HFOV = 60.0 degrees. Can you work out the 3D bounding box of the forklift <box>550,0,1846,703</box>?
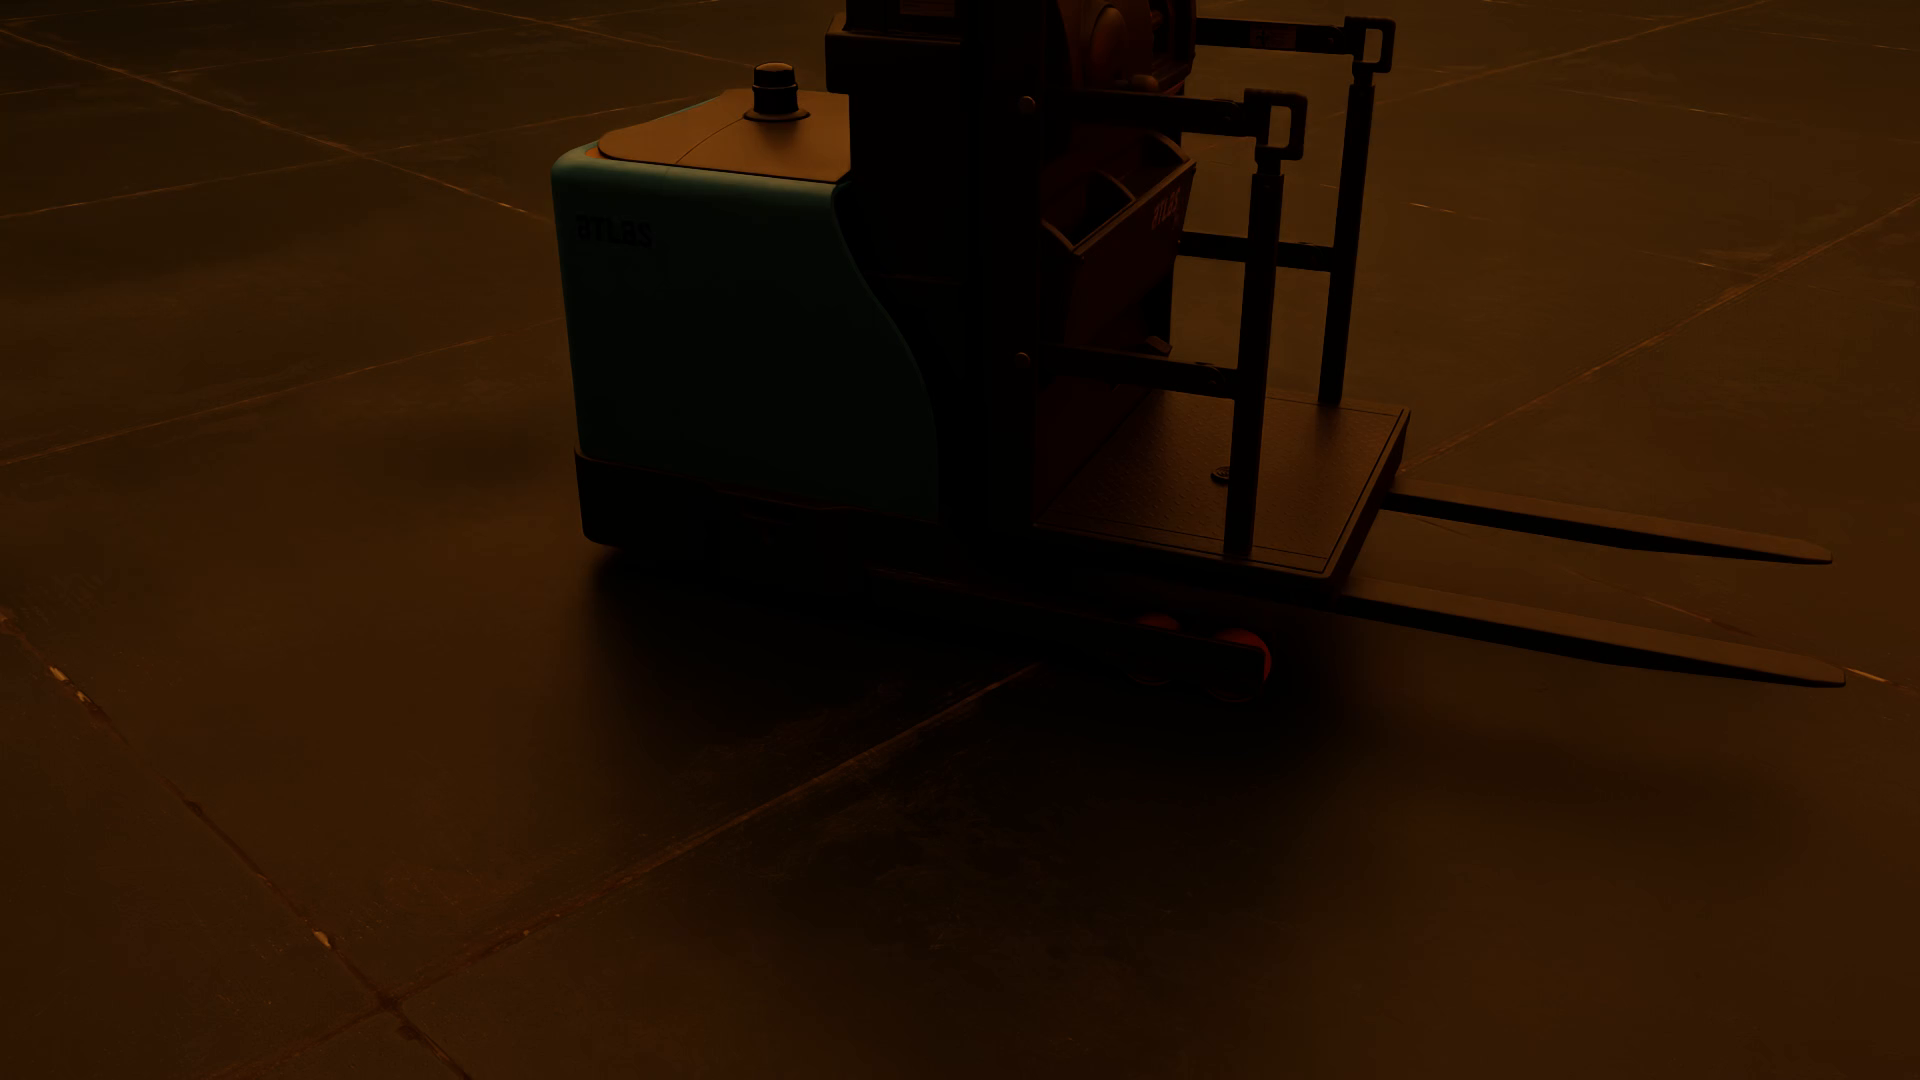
[{"bbox_3d":[0.560,-1.212,3.684,3.031,2.935,1.130,11,28,20],"label":"forklift"}]
